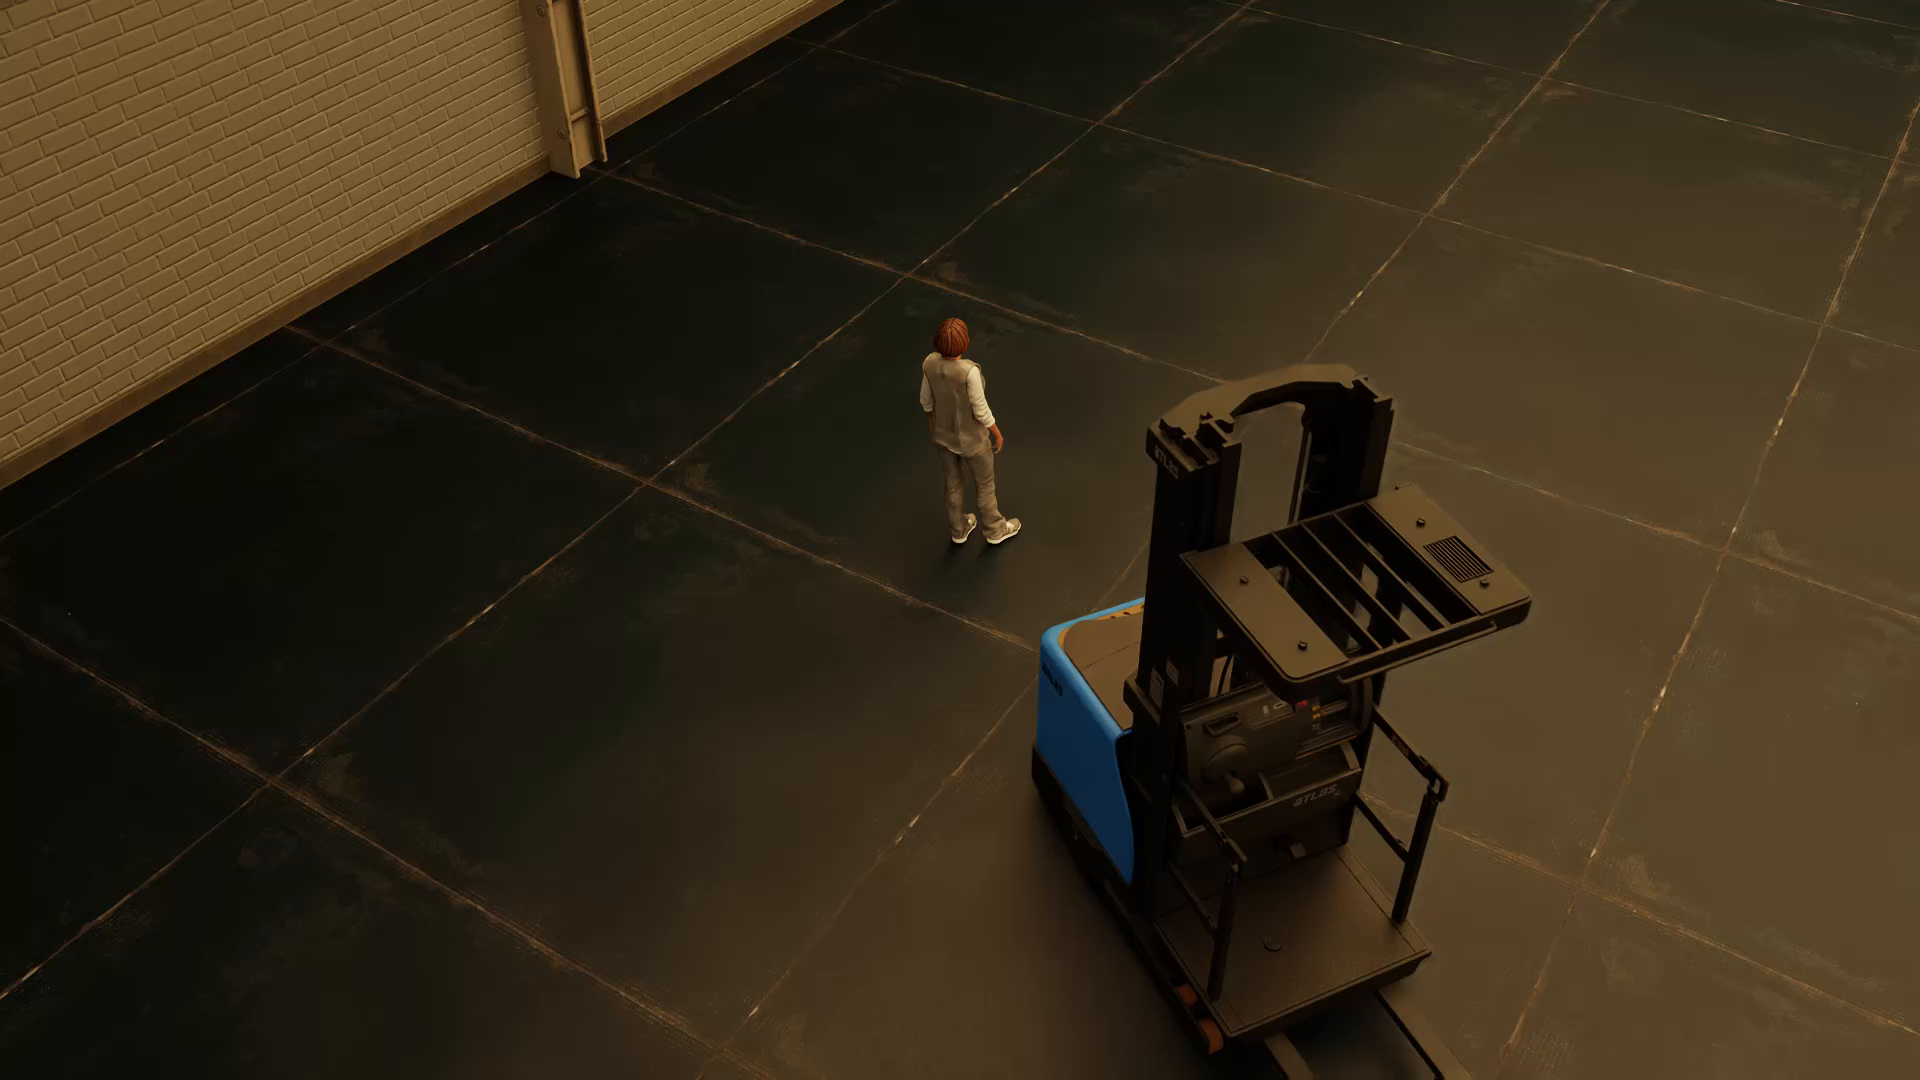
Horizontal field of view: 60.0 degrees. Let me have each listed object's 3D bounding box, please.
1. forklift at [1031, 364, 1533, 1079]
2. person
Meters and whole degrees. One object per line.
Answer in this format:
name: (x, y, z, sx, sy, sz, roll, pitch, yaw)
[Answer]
forklift: (1.449, 0.871, 6.938, 1.130, 2.935, 3.031, -17, 43, -19)
person: (0.052, -0.651, 9.756, 0.521, 1.599, 0.473, 22, 45, 24)
